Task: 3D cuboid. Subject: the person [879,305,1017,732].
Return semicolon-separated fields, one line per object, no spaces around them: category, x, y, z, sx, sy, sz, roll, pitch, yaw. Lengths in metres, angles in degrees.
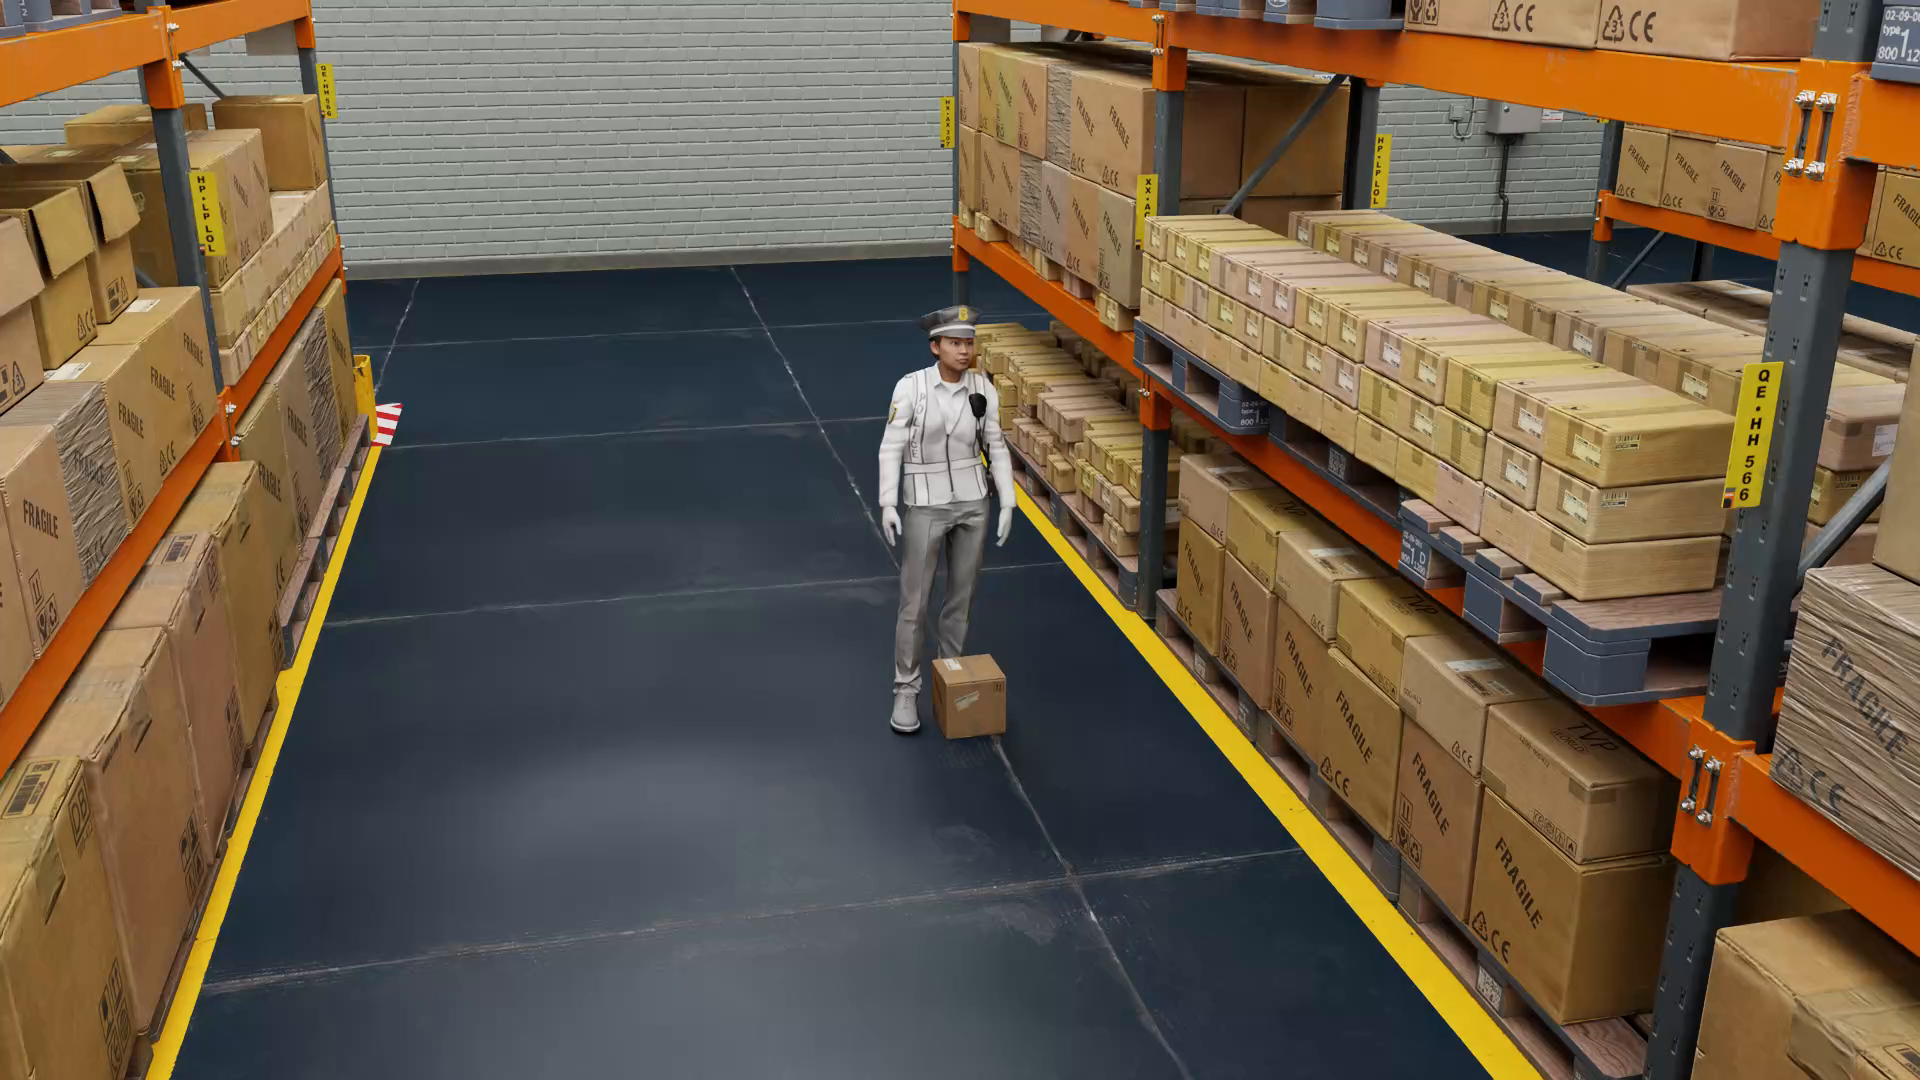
person;-0.041;-0.108;6.795;0.586;1.694;0.531;-5;20;-13
